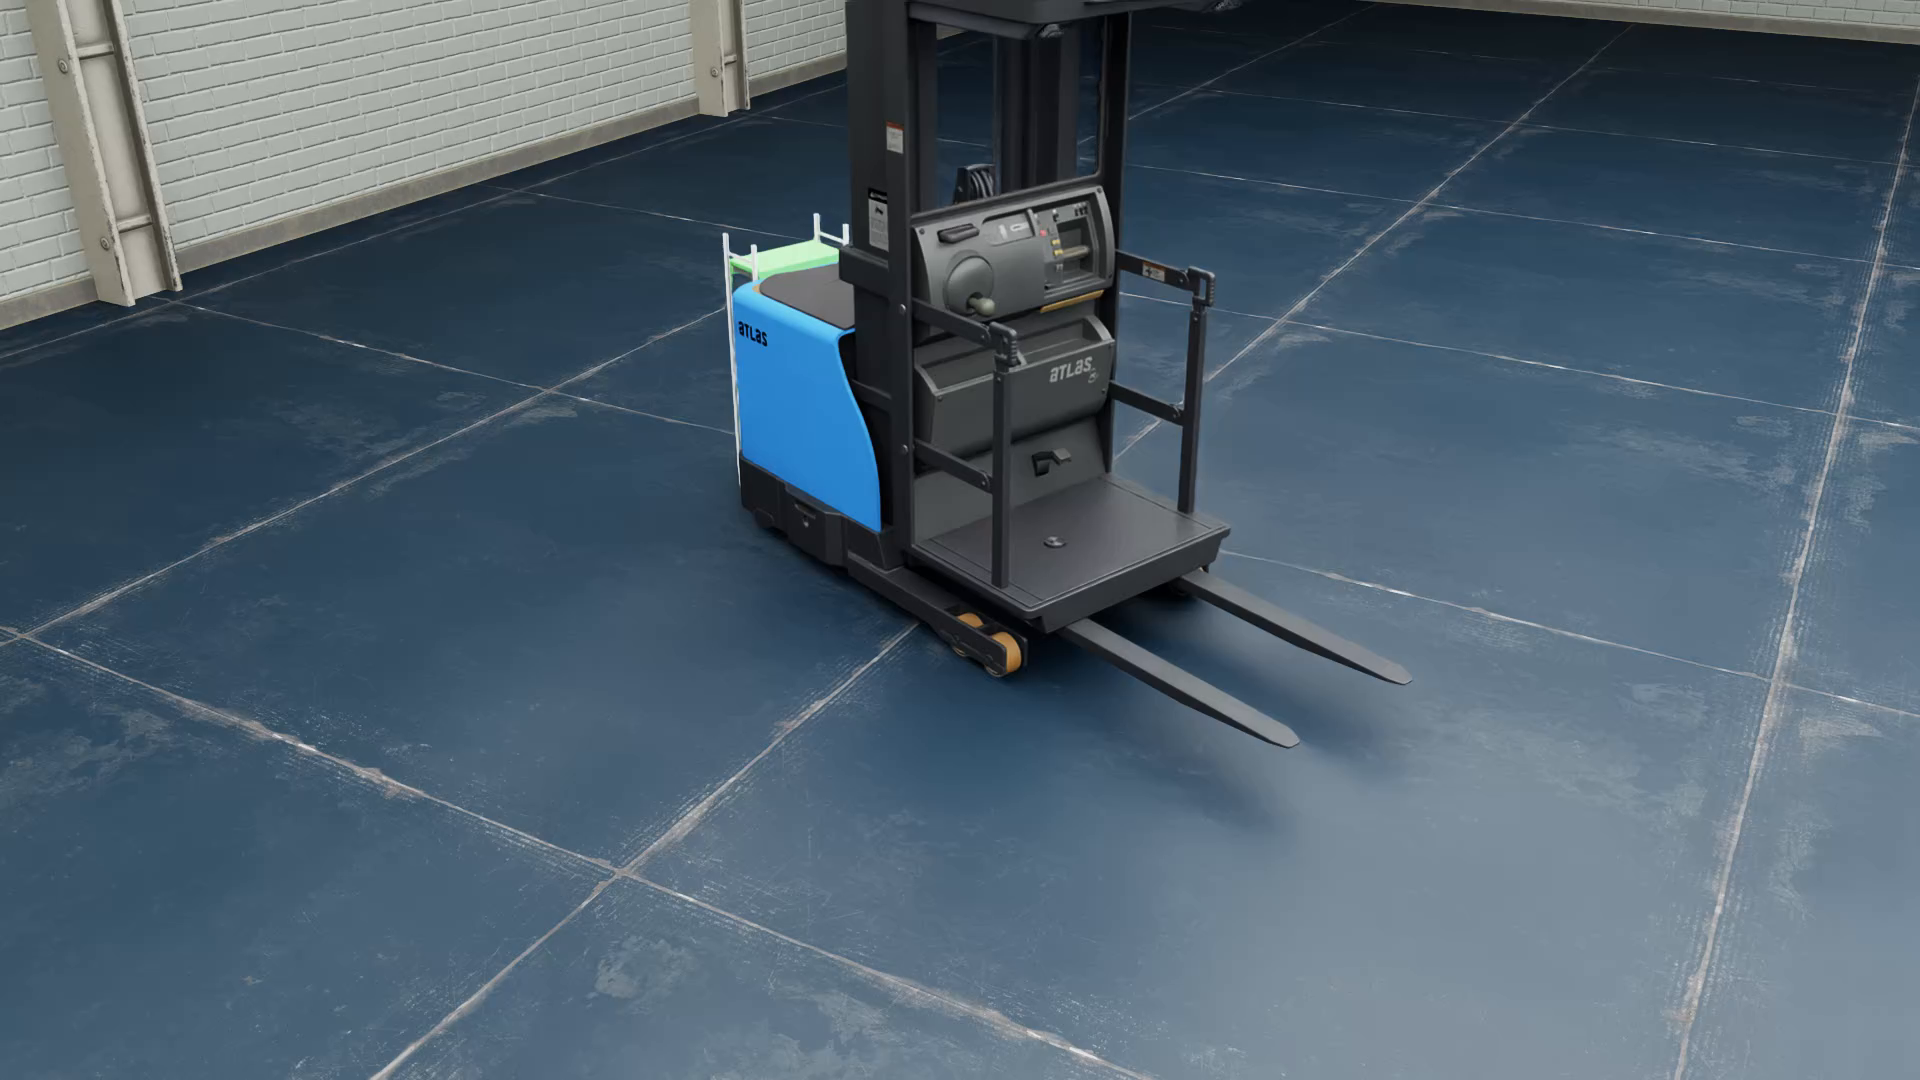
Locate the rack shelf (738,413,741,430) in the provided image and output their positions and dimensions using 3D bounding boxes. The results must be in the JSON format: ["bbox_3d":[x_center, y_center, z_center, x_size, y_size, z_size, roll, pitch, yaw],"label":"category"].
[{"bbox_3d":[-0.764,-0.556,7.698,0.480,0.148,0.258,-21,33,-35],"label":"rack shelf"}]

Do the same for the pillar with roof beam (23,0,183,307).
[{"bbox_3d":[-1.329,-4.600,6.386,9.100,9.000,0.400,14,30,26],"label":"pillar with roof beam"}]

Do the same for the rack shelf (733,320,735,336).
[{"bbox_3d":[-0.764,-0.985,7.484,0.480,0.148,0.258,-21,33,-35],"label":"rack shelf"}]

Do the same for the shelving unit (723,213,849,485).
[{"bbox_3d":[-0.764,-0.827,7.562,0.503,1.200,0.258,-21,33,-35],"label":"shelving unit"}]

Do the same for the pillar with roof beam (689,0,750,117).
[{"bbox_3d":[1.623,-6.938,11.058,9.100,9.000,0.400,14,30,26],"label":"pillar with roof beam"}]

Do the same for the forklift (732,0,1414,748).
[{"bbox_3d":[0.355,-1.052,6.078,1.130,2.935,3.031,-21,33,-35],"label":"forklift"}]

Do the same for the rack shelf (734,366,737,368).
[{"bbox_3d":[-0.764,-0.770,7.591,0.480,0.148,0.258,-21,33,-35],"label":"rack shelf"}]

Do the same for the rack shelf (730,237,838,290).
[{"bbox_3d":[-0.764,-1.199,7.376,0.480,0.148,0.258,-21,33,-35],"label":"rack shelf"}]

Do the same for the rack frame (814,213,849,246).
[{"bbox_3d":[-0.578,-0.898,7.704,0.015,1.200,0.240,-21,33,-35],"label":"rack frame"}]

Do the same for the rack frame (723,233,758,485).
[{"bbox_3d":[-0.949,-0.757,7.421,0.015,1.200,0.240,-21,33,-35],"label":"rack frame"}]
